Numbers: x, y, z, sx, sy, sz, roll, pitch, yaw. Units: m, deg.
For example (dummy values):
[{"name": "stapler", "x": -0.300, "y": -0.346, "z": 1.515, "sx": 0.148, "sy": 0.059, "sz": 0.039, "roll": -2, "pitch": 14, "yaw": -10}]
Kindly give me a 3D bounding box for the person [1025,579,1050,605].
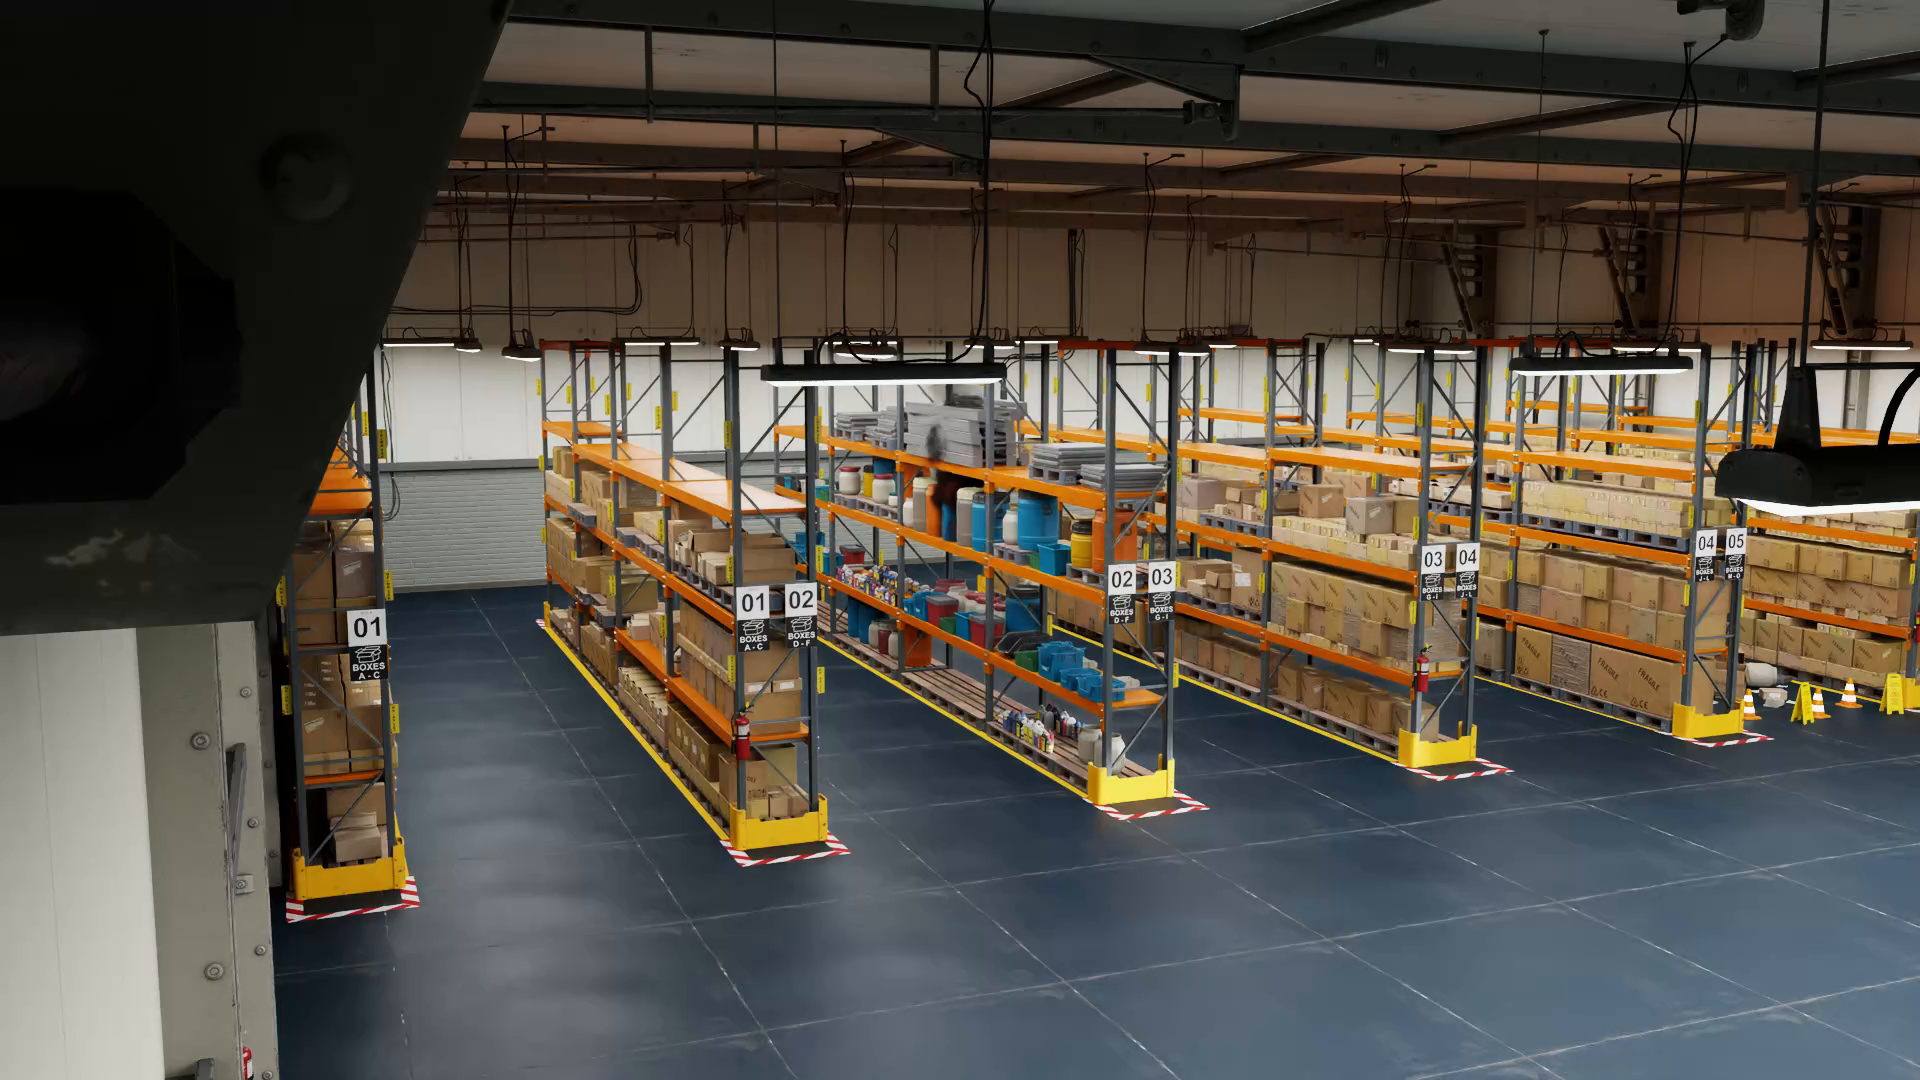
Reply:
[{"name": "person", "x": 1.534, "y": 1.261, "z": 32.878, "sx": 0.564, "sy": 1.629, "sz": 0.566, "roll": -3, "pitch": 8, "yaw": -24}]
